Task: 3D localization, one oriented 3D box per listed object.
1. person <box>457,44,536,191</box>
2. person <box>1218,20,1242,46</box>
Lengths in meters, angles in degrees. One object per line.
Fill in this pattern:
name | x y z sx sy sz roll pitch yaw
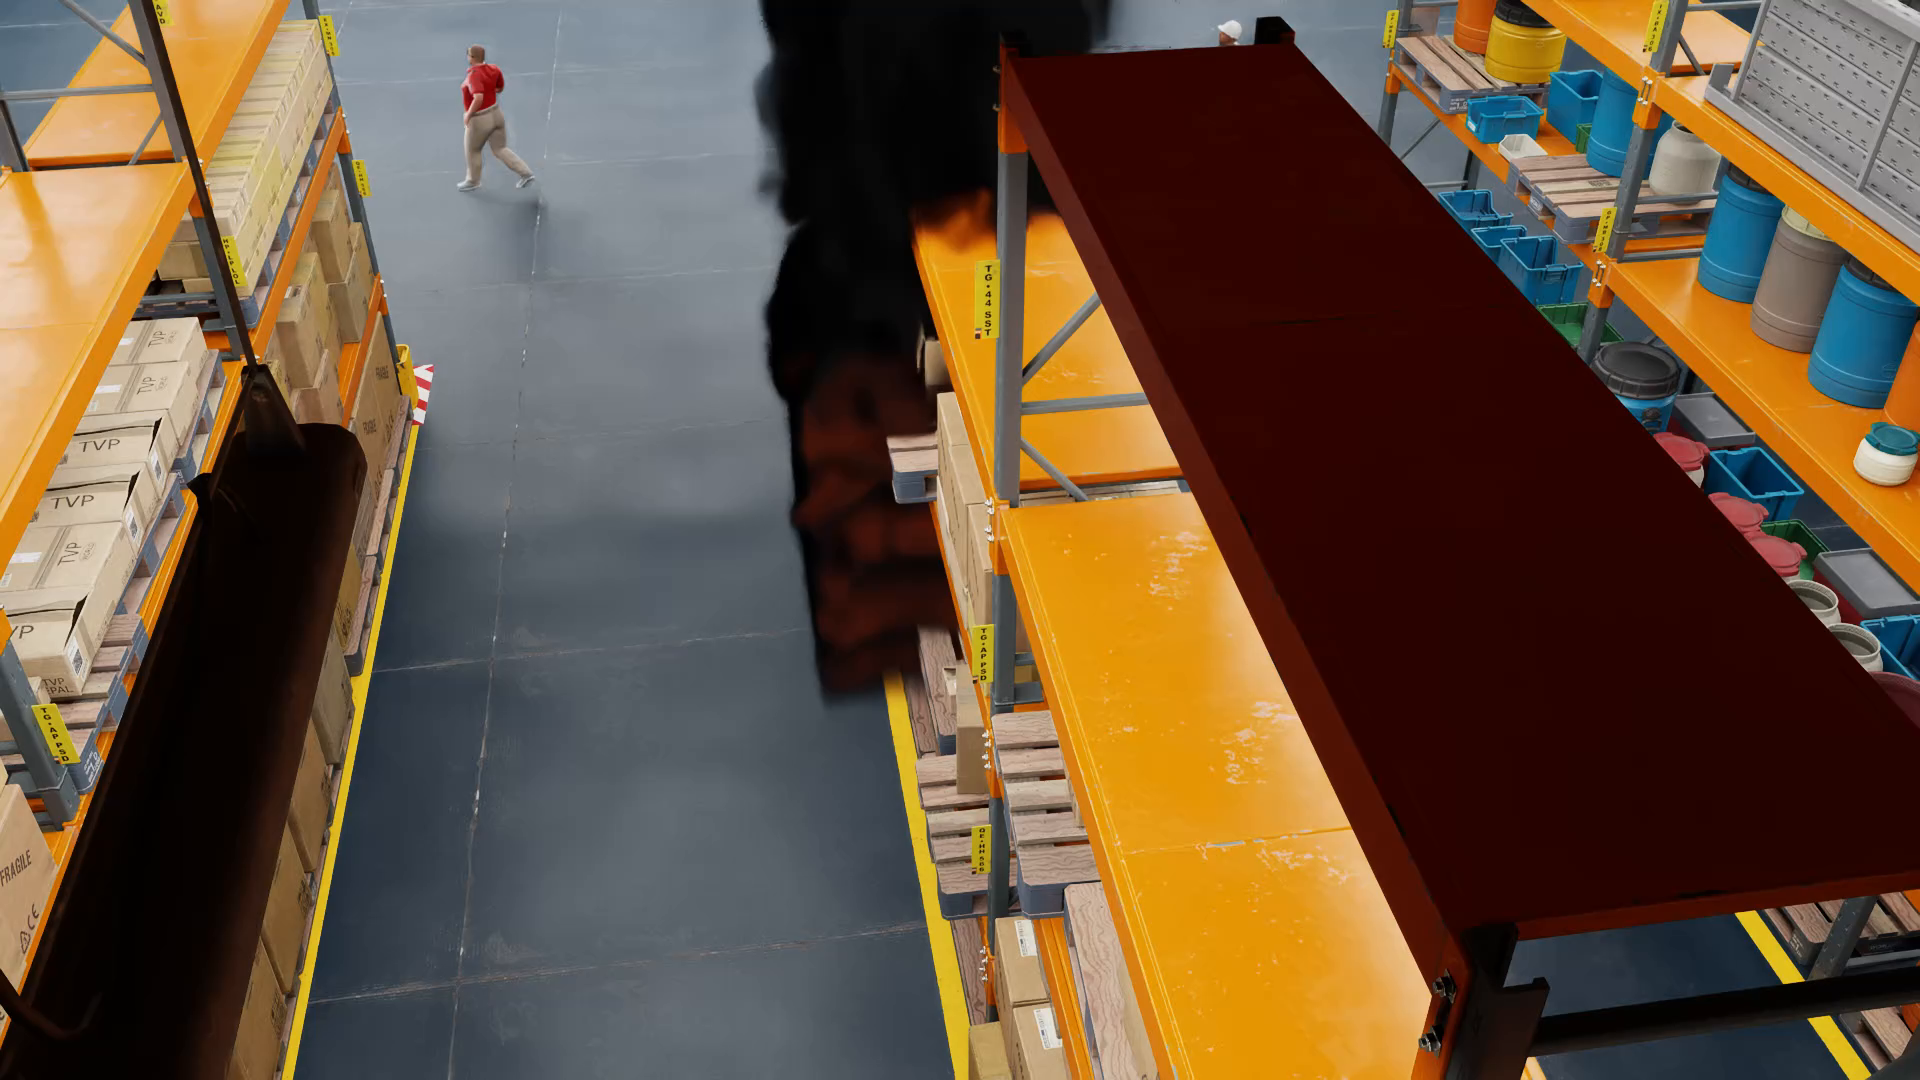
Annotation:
person | -5.221 -4.593 18.251 1.032 1.711 0.675 18 40 22
person | 3.012 -5.000 18.798 0.710 1.746 0.690 7 37 9
